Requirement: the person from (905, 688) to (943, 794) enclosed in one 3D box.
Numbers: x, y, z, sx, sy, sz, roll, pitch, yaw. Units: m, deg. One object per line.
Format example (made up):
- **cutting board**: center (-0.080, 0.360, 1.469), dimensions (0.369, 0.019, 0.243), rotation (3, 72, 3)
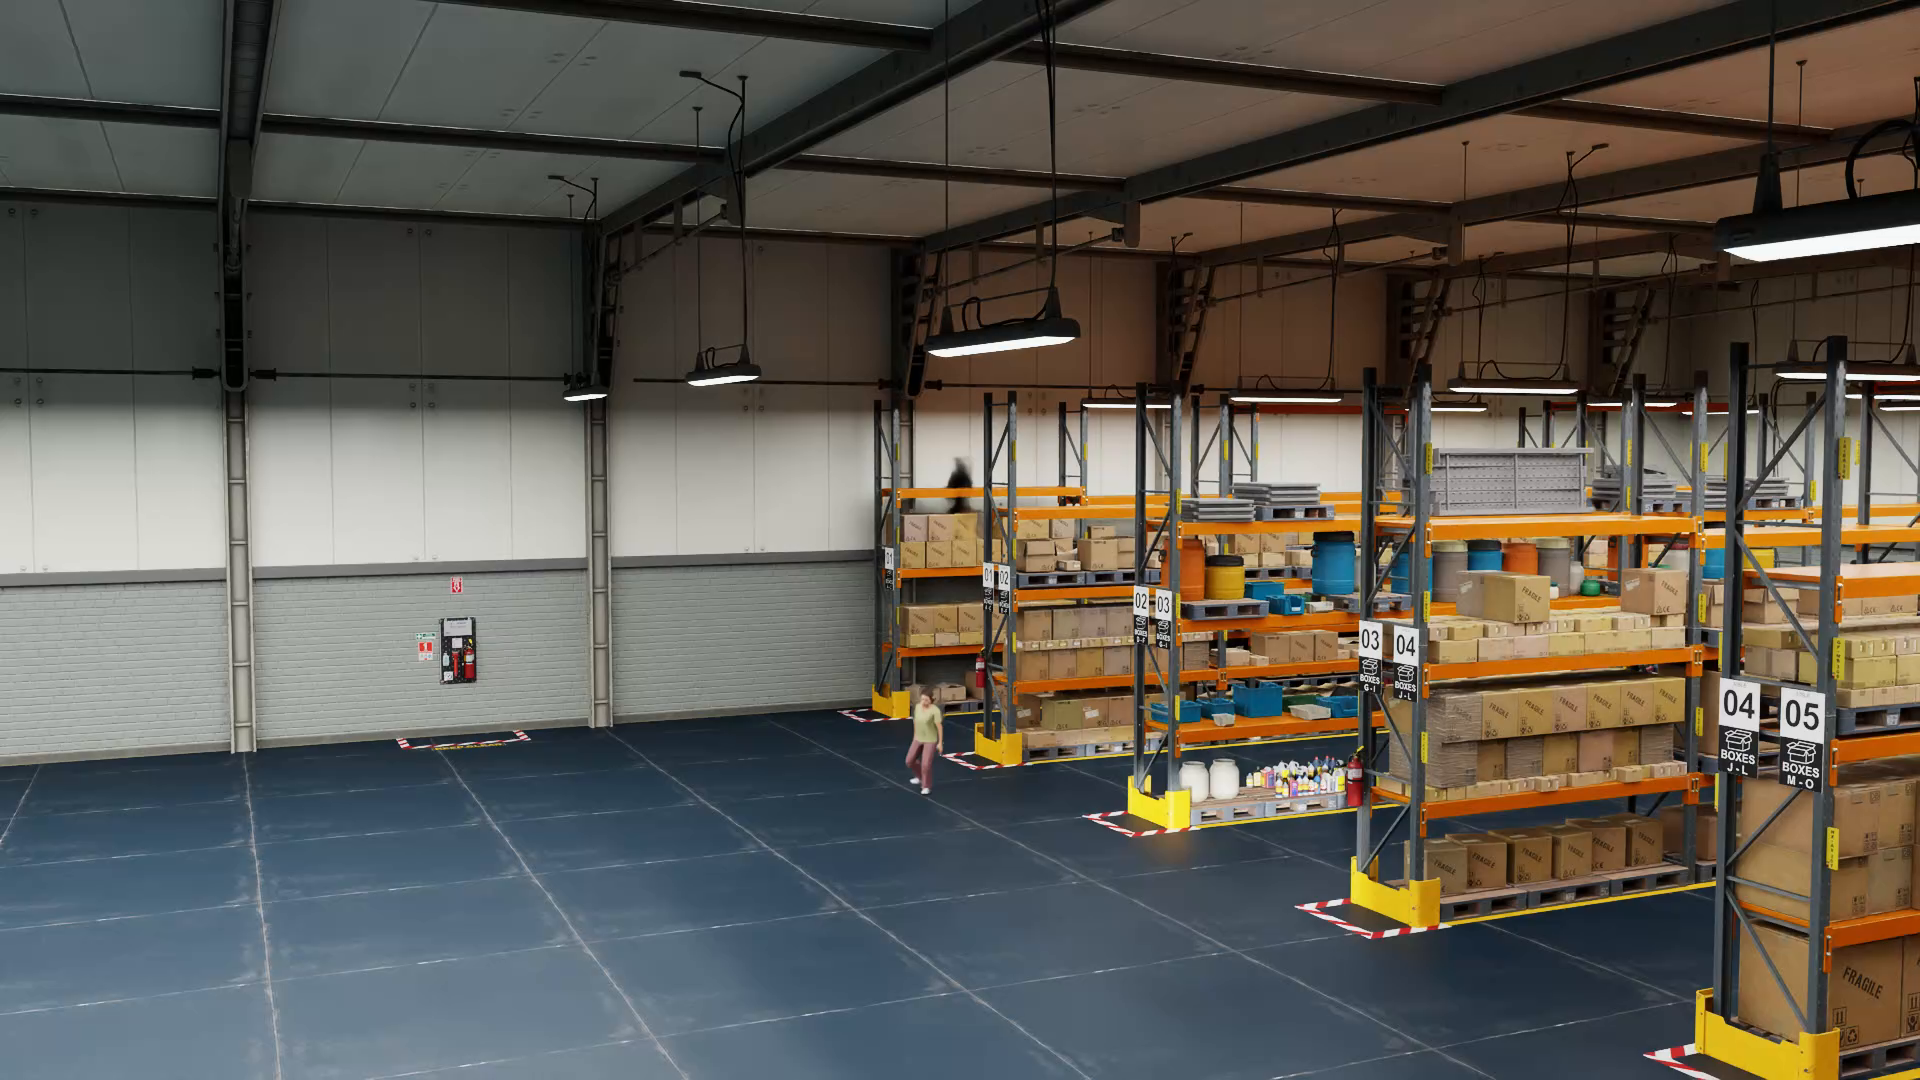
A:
- **person**: center (-0.491, 2.935, 24.445), dimensions (0.725, 1.595, 0.615), rotation (2, 4, 30)
